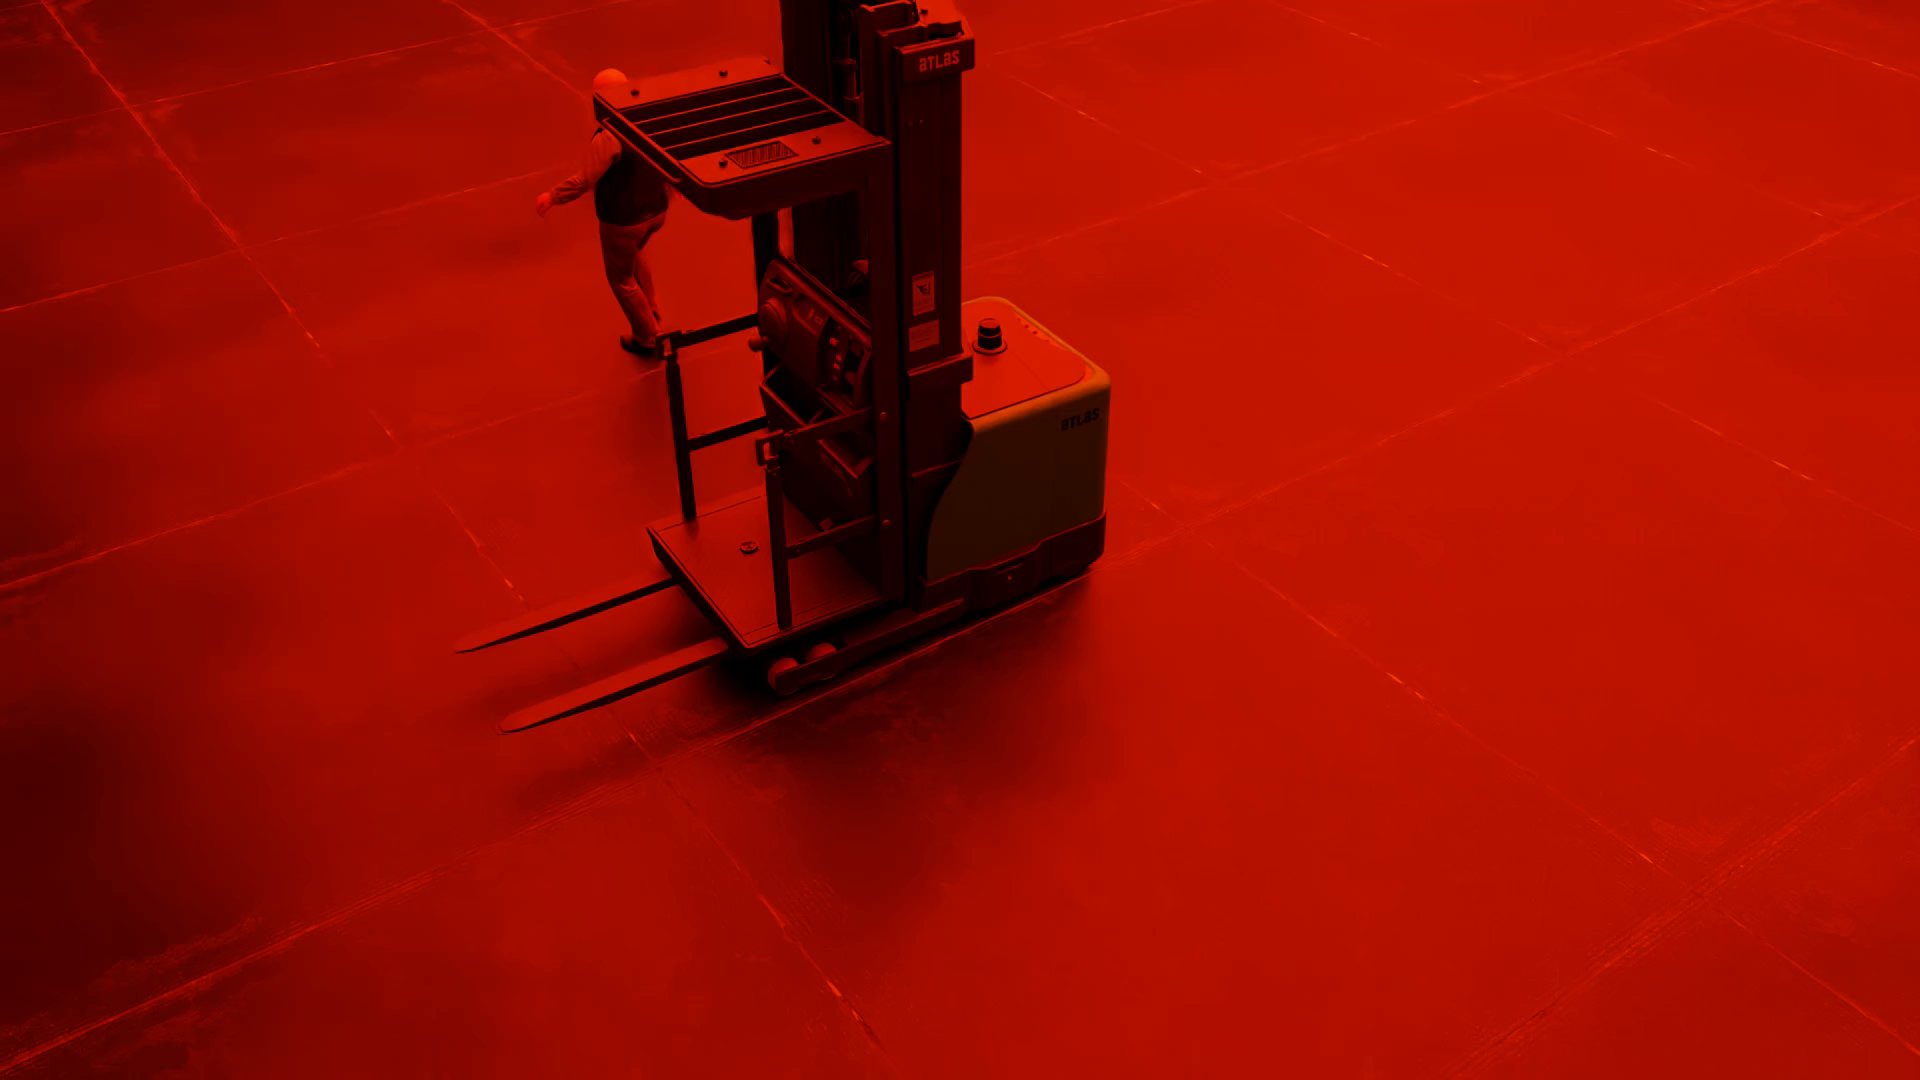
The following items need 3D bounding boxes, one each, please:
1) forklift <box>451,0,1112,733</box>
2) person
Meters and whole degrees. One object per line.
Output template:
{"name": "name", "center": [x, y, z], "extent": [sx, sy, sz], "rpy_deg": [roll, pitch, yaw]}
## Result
{"name": "forklift", "center": [-0.807, -0.842, 7.084], "extent": [3.031, 2.935, 1.130], "rpy_deg": [-21, 41, -25]}
{"name": "person", "center": [-1.934, -1.870, 9.557], "extent": [0.519, 1.748, 0.927], "rpy_deg": [24, 43, 29]}
